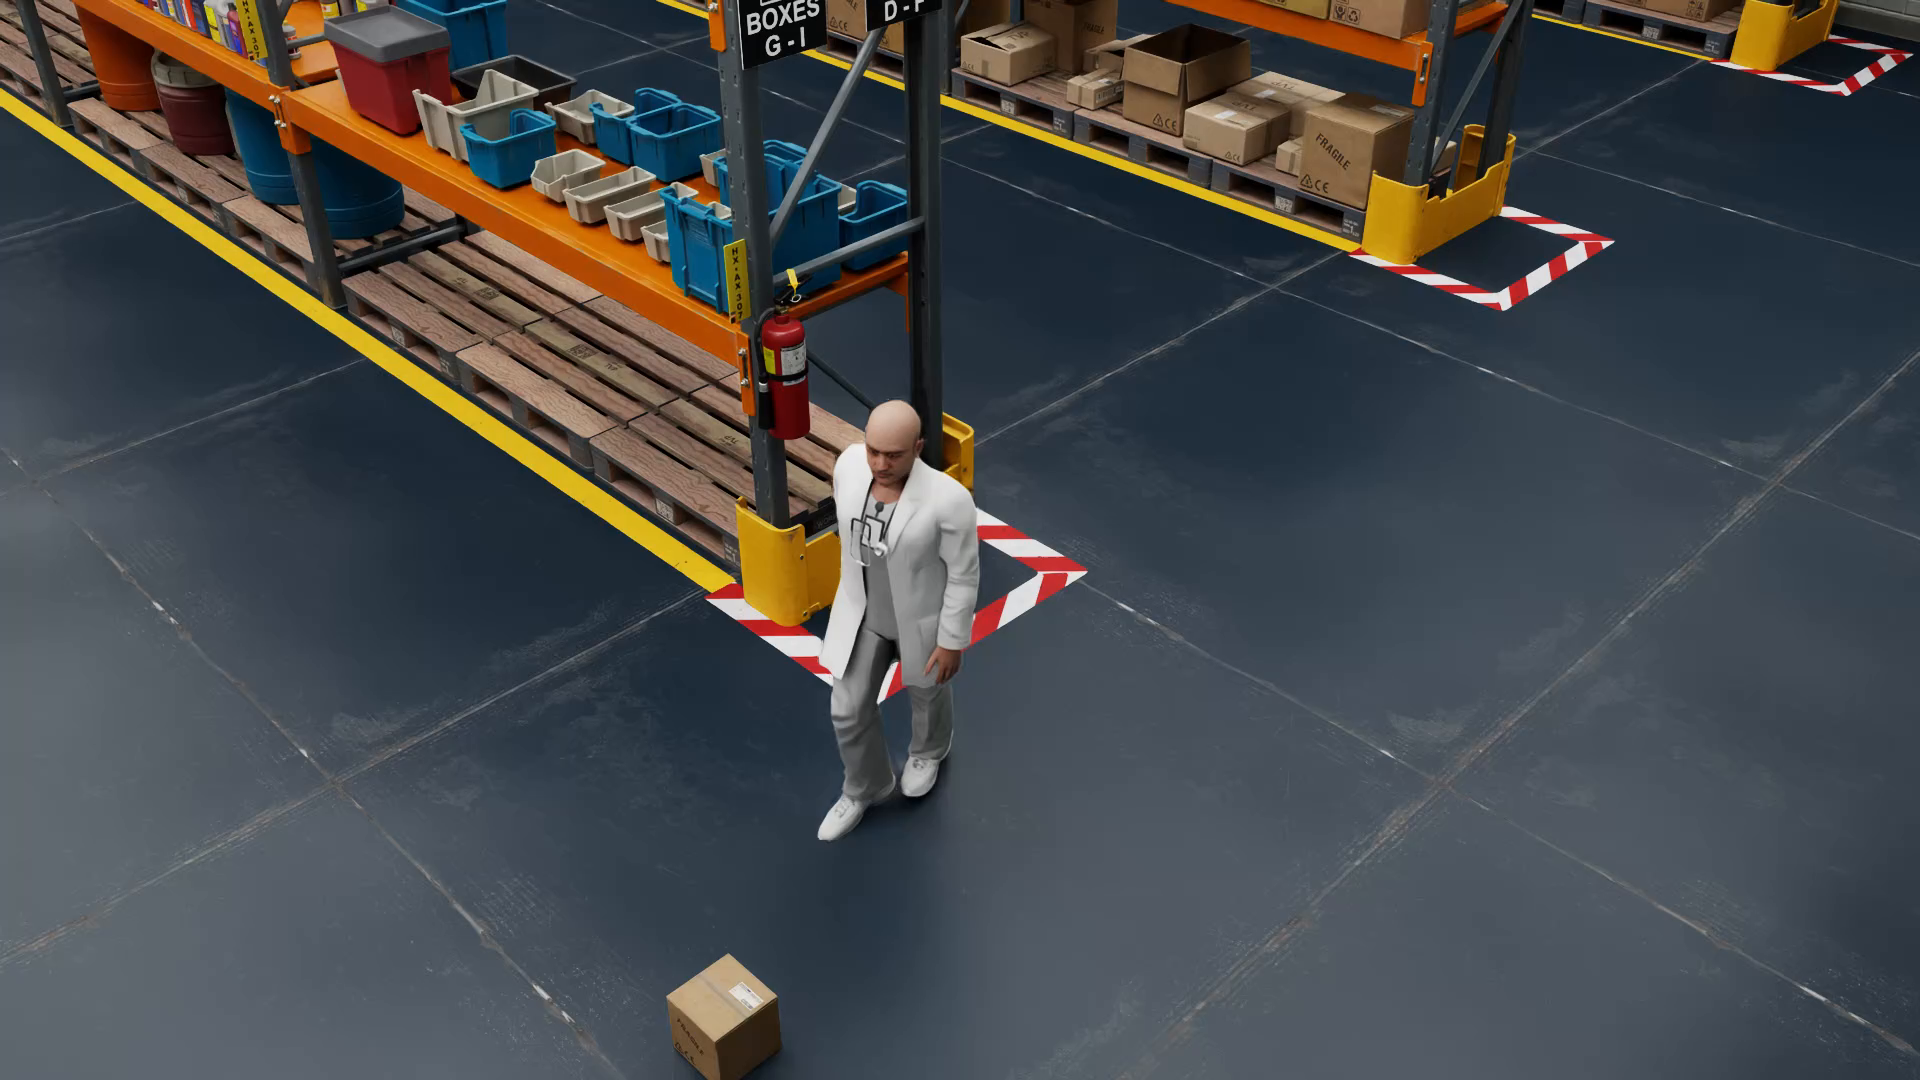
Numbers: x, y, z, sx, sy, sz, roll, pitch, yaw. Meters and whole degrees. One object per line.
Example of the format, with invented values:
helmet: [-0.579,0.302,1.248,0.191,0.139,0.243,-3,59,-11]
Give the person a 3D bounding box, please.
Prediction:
person: [-0.185,0.262,5.799,0.589,1.815,0.646,13,37,18]
